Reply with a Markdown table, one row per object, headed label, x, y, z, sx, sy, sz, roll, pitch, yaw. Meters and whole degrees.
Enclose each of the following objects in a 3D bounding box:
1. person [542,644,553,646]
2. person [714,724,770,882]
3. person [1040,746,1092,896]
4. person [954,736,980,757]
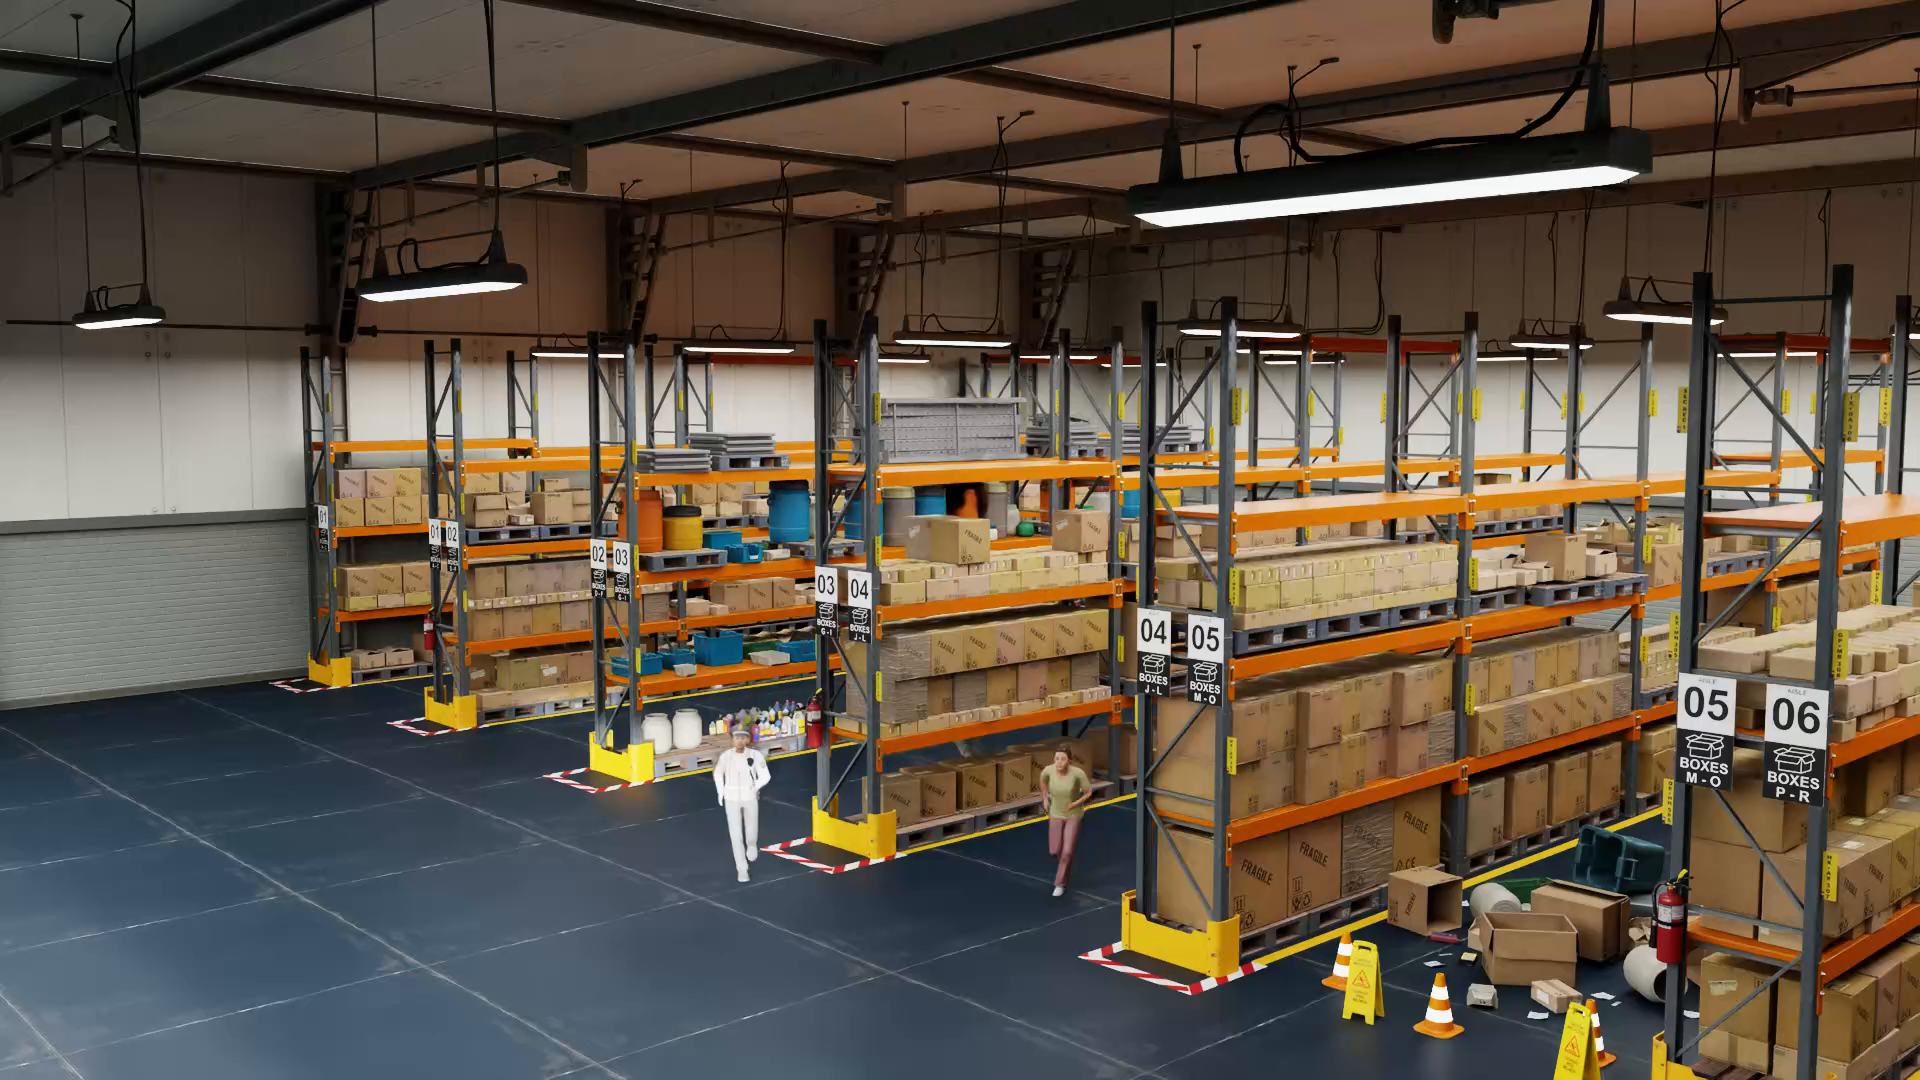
| label | x | y | z | sx | sy | sz | roll | pitch | yaw |
| --- | --- | --- | --- | --- | --- | --- | --- | --- | --- |
| person | -7.317 | 1.730 | 29.419 | 0.590 | 1.687 | 0.909 | 3 | 6 | 28 |
| person | -2.337 | 2.771 | 17.803 | 0.613 | 1.659 | 0.678 | 0 | 5 | -2 |
| person | 1.092 | 2.876 | 17.198 | 0.572 | 1.600 | 0.692 | 1 | 5 | 13 |
| person | -0.012 | 2.312 | 22.903 | 0.653 | 1.719 | 0.718 | 4 | 6 | 38 |
